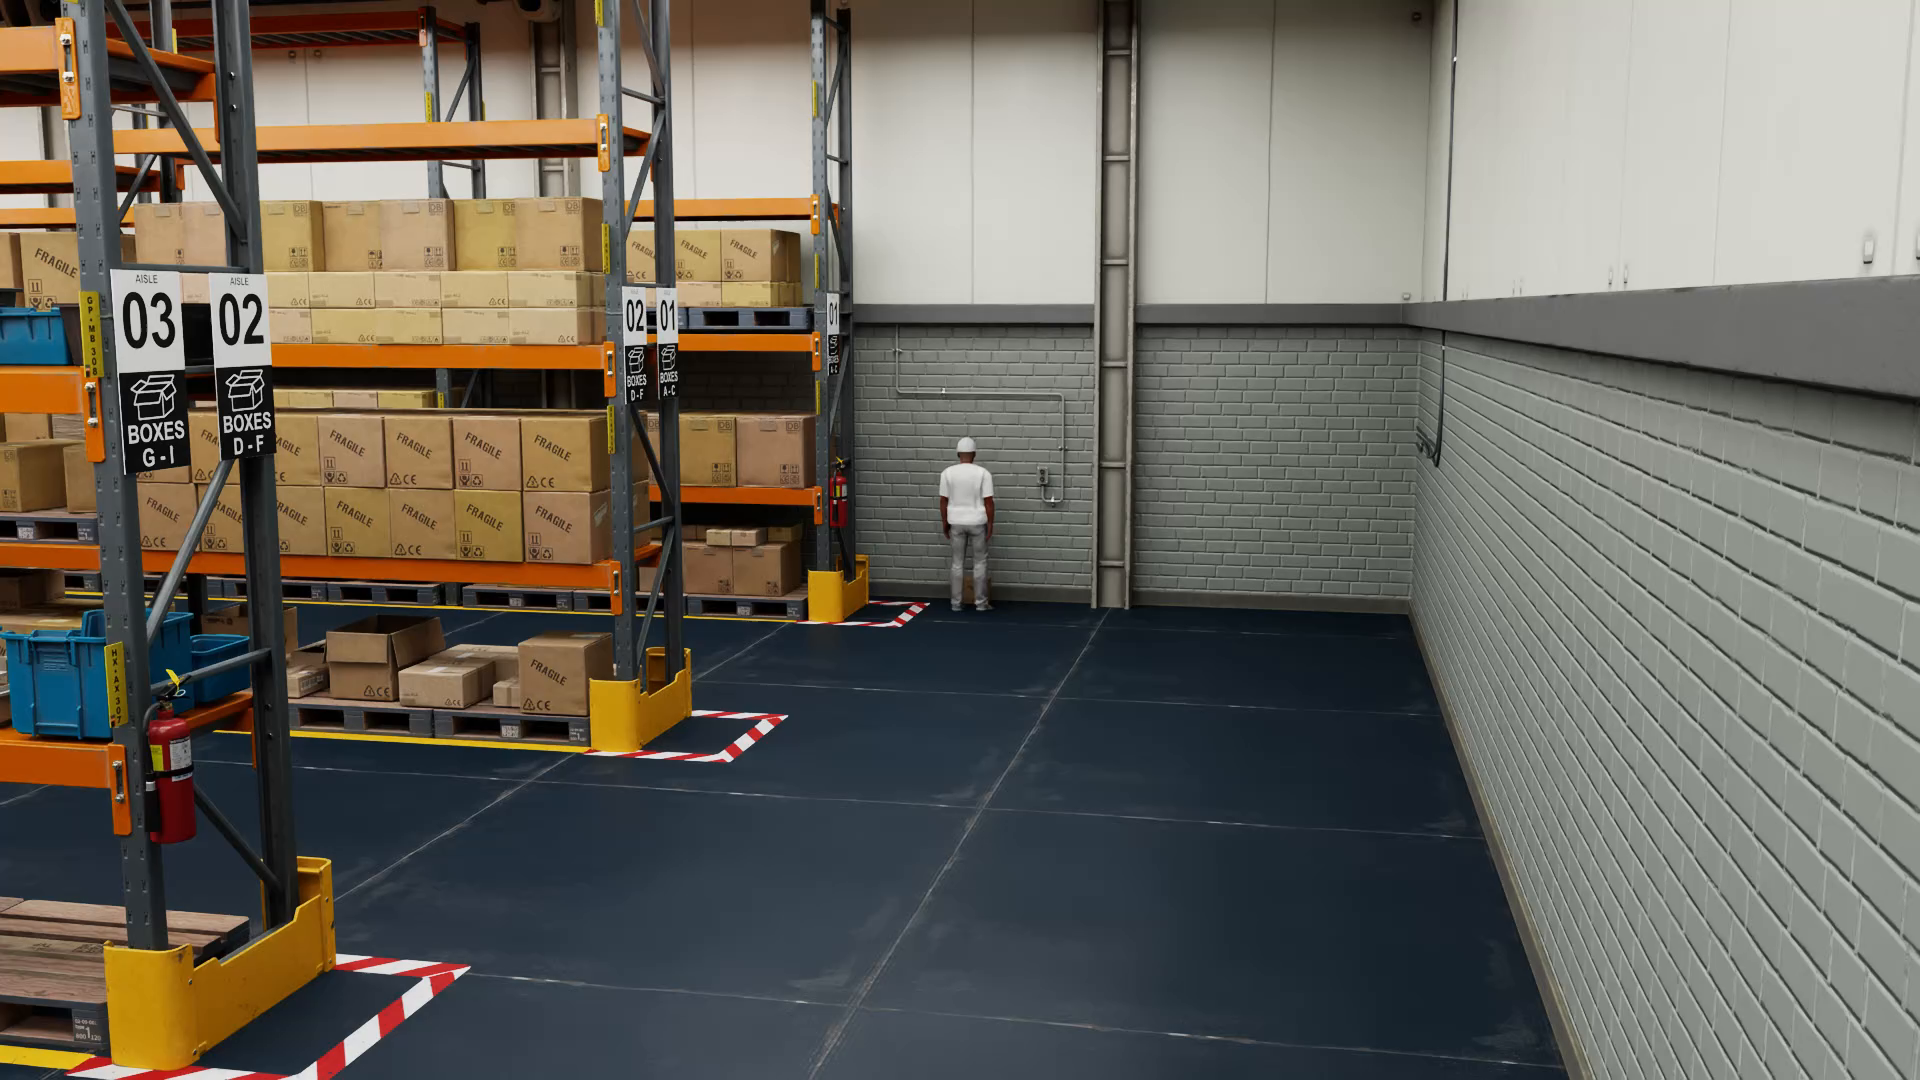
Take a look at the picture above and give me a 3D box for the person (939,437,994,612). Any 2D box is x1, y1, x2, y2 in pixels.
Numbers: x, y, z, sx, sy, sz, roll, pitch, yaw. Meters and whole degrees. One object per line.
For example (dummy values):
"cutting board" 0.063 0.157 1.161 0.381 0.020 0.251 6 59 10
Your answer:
"person" 0.077 -0.156 16.888 0.562 1.777 0.379 2 8 12
